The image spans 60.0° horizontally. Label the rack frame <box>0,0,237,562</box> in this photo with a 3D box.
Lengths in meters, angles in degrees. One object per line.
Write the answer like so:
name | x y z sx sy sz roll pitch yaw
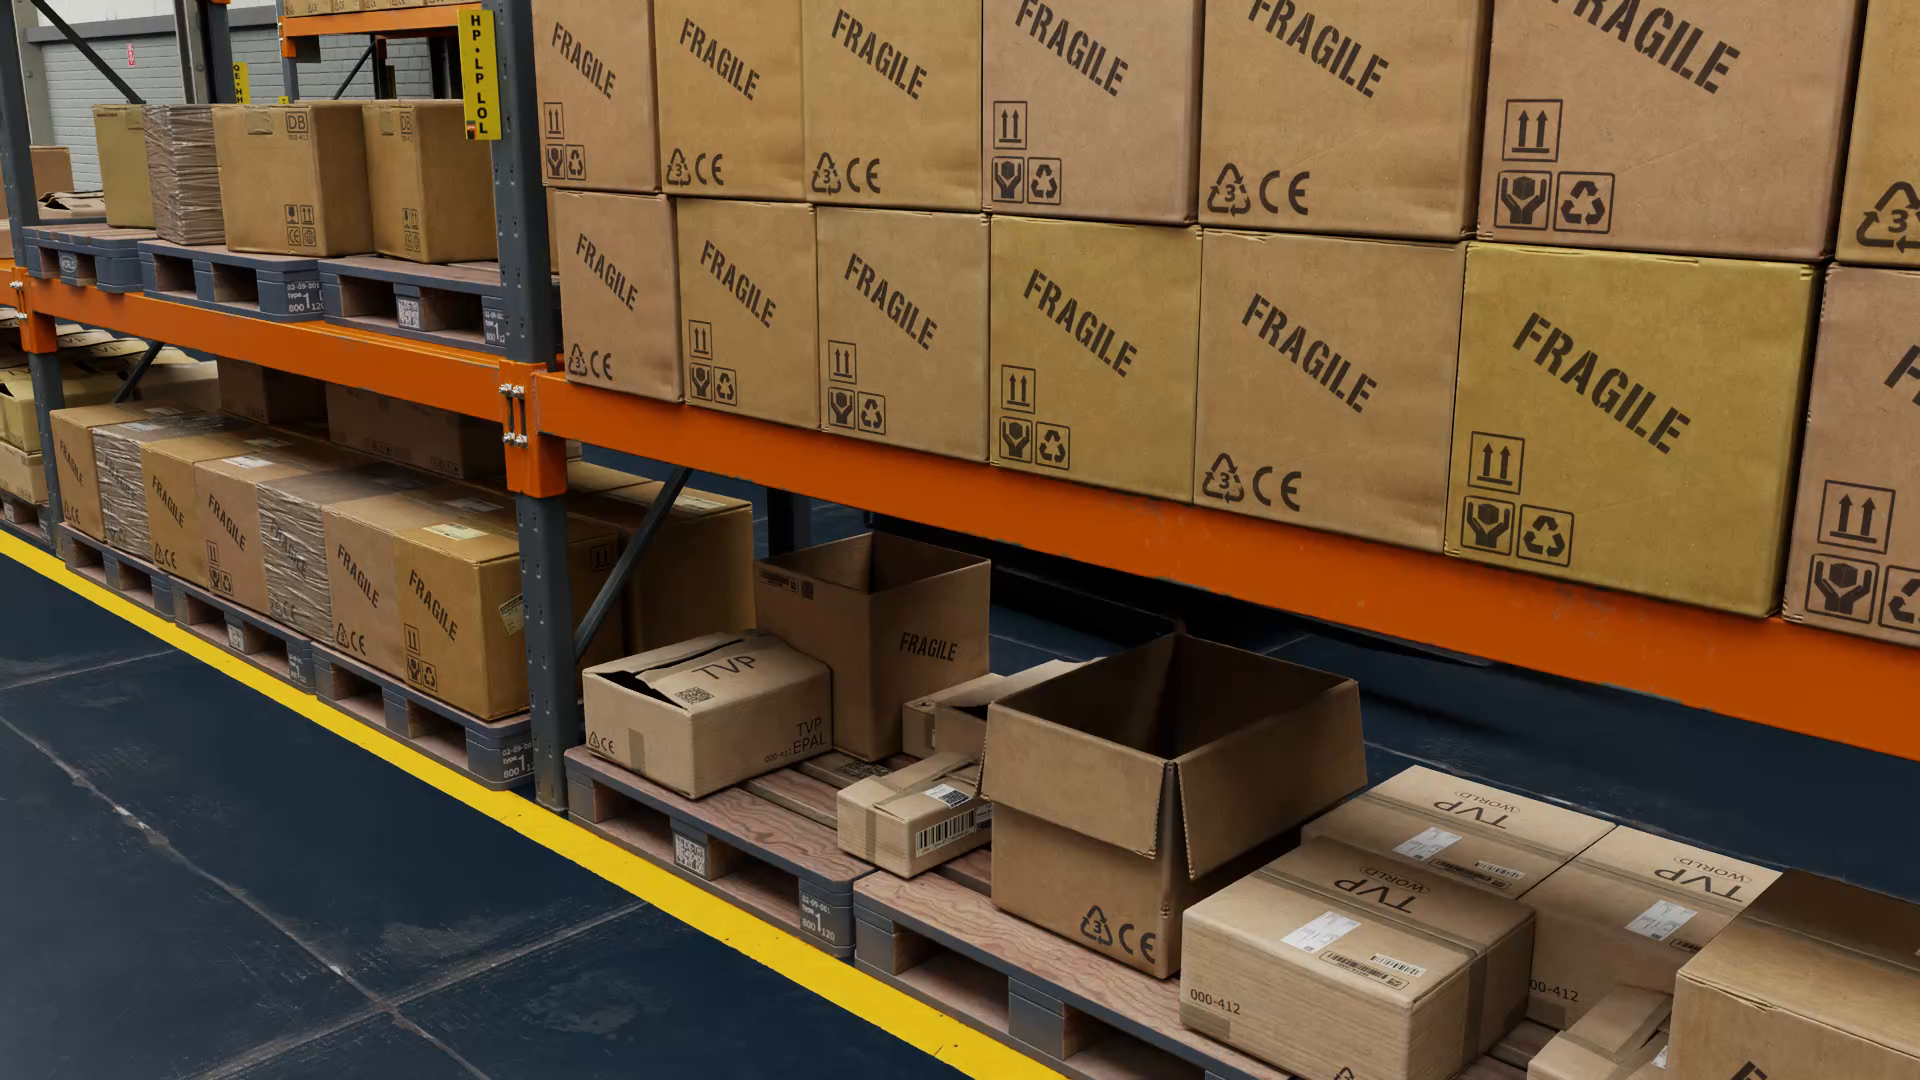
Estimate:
rack frame | -3.745 -1.448 7.542 0.127 3.000 1.000 14 20 42

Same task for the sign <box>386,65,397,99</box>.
sign | -5.669 -4.559 16.556 0.005 0.325 0.100 14 20 42

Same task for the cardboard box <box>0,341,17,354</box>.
cardboard box | -5.392 -0.906 8.969 0.500 0.311 0.500 -14 20 -43

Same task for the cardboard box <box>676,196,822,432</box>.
cardboard box | -0.317 -0.569 3.969 0.500 0.500 0.500 14 20 43

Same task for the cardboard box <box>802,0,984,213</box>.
cardboard box | 0.020 -0.967 3.512 0.500 0.500 0.500 13 19 41

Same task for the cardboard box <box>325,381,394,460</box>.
cardboard box | -2.126 -0.506 6.523 0.500 0.250 0.500 13 20 41

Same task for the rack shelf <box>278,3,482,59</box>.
rack shelf | -4.628 -4.502 14.738 4.000 0.370 1.077 14 20 42

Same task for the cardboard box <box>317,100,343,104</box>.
cardboard box | -5.584 -3.822 15.421 0.500 0.500 0.500 14 20 42

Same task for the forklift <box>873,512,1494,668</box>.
forklift | 0.962 -1.127 6.446 1.130 2.935 3.031 -13 19 -40

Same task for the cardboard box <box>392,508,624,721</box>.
cardboard box | -1.420 0.214 5.246 0.500 0.500 0.500 14 20 42

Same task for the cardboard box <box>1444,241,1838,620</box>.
cardboard box | 1.127 -0.216 2.613 0.500 0.500 0.500 14 20 43

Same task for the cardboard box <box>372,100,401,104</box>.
cardboard box | -4.837 -3.642 14.731 0.500 0.500 0.500 -14 20 -42

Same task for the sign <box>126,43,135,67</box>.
sign | -10.972 -6.413 22.000 0.199 0.298 0.001 14 20 42

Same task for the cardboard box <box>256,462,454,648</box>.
cardboard box | -2.130 0.038 5.921 0.500 0.500 0.500 14 20 43

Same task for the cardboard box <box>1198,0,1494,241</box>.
cardboard box | 0.762 -0.787 2.821 0.500 0.500 0.500 -14 20 -43

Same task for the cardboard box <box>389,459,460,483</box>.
cardboard box | -1.791 -0.061 6.301 0.500 0.500 0.500 14 20 43

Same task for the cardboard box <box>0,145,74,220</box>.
cardboard box | -4.964 -1.787 8.645 0.500 0.500 0.500 12 19 39

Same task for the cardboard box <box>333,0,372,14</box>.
cardboard box | -5.263 -4.963 14.845 0.500 0.500 0.500 -13 20 -42

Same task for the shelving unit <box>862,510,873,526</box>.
shelving unit | -0.165 -1.073 7.886 0.431 2.100 0.503 -13 19 -40

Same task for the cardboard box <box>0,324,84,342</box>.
cardboard box | -5.397 -1.096 9.697 0.500 0.311 0.500 14 20 42

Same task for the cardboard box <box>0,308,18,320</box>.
cardboard box | -6.134 -1.274 10.379 0.500 0.311 0.500 14 20 42

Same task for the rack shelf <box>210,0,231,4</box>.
rack shelf | -2.305 -2.202 5.911 4.000 0.370 1.077 14 20 42

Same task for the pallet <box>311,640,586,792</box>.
pallet | -1.477 0.466 5.727 1.213 0.211 1.003 14 20 42

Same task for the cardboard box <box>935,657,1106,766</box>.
cardboard box | 0.282 0.519 4.450 0.500 0.311 0.500 14 20 42

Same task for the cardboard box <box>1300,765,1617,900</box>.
cardboard box | 1.100 0.748 3.694 0.500 0.250 0.500 14 20 42

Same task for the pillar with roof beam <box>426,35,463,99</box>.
pillar with roof beam | -7.952 -5.904 12.745 0.400 9.000 9.100 14 20 42

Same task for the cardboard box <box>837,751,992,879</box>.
cardboard box | -0.084 0.672 4.150 0.250 0.166 0.380 14 20 42

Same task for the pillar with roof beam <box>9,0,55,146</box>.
pillar with roof beam | -16.591 -8.005 20.806 0.400 9.000 9.100 14 20 42

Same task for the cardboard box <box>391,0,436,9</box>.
cardboard box | -4.504 -4.782 14.150 0.500 0.500 0.500 13 19 40

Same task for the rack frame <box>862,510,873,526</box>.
rack frame | -0.327 -1.119 8.062 0.400 2.100 0.015 -13 19 -40

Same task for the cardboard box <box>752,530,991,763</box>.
cardboard box | -0.258 0.297 4.930 0.500 0.500 0.500 14 20 42

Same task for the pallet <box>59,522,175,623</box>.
pallet | -3.234 0.039 7.365 1.213 0.211 1.003 14 20 42

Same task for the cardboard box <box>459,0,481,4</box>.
cardboard box | -3.726 -4.602 13.457 0.500 0.500 0.500 -14 20 -43

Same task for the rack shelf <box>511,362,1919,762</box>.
rack shelf | 0.574 -0.050 3.602 4.000 0.370 1.077 14 20 42

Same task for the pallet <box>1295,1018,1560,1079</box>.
pallet | 1.385 1.149 3.106 1.213 0.211 1.003 14 20 42

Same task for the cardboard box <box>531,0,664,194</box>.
cardboard box | -0.721 -1.147 4.204 0.500 0.500 0.500 -14 20 -43

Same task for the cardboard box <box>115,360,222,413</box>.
cardboard box | -3.918 -0.737 8.321 0.500 0.311 0.500 -14 20 -42

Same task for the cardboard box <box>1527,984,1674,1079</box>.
cardboard box | 1.223 0.972 2.998 0.250 0.166 0.380 14 20 42

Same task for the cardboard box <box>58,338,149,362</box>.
cardboard box | -4.668 -0.917 9.012 0.500 0.311 0.500 13 19 41

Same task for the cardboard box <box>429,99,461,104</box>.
cardboard box | -4.107 -3.461 14.037 0.500 0.500 0.500 14 20 42

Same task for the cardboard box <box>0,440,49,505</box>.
cardboard box | -4.293 -0.369 8.019 0.500 0.250 0.500 -14 20 -43

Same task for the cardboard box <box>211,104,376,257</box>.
cardboard box | -2.180 -1.298 5.933 0.500 0.500 0.700 8 17 28

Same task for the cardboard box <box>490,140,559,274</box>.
cardboard box | -1.051 -1.123 5.263 0.500 0.500 0.700 7 16 24

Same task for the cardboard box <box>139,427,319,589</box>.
cardboard box | -2.877 -0.141 6.608 0.500 0.500 0.500 13 20 41

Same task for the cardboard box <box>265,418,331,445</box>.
cardboard box | -2.536 -0.240 6.989 0.500 0.500 0.500 13 19 40

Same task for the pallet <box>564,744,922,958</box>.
pallet | -0.372 0.722 4.745 1.213 0.211 1.003 14 20 42

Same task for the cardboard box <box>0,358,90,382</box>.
cardboard box | -4.672 -0.729 8.290 0.500 0.311 0.500 13 20 41

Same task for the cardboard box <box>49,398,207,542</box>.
cardboard box | -3.616 -0.320 7.297 0.500 0.500 0.500 -13 20 -42

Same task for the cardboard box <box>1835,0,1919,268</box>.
cardboard box | 1.503 -0.608 2.137 0.500 0.500 0.500 13 20 42

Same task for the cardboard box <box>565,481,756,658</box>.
cardboard box | -1.044 0.120 5.609 0.500 0.500 0.500 13 19 40

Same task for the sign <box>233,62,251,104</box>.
sign | -3.375 -2.070 7.790 0.005 0.325 0.100 14 20 42

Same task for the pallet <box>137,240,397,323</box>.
pallet | -2.342 -1.016 6.263 1.213 0.211 1.003 14 20 42

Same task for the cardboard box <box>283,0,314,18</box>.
cardboard box | -6.001 -5.154 15.576 0.500 0.500 0.500 -14 20 -43

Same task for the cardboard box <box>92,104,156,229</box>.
cardboard box | -3.213 -1.610 7.132 0.500 0.500 0.700 7 16 24

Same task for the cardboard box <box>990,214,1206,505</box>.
cardboard box | 0.409 -0.392 3.290 0.500 0.500 0.500 13 20 41

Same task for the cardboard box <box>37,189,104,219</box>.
cardboard box | -4.254 -1.597 8.289 0.500 0.311 0.500 13 20 42
